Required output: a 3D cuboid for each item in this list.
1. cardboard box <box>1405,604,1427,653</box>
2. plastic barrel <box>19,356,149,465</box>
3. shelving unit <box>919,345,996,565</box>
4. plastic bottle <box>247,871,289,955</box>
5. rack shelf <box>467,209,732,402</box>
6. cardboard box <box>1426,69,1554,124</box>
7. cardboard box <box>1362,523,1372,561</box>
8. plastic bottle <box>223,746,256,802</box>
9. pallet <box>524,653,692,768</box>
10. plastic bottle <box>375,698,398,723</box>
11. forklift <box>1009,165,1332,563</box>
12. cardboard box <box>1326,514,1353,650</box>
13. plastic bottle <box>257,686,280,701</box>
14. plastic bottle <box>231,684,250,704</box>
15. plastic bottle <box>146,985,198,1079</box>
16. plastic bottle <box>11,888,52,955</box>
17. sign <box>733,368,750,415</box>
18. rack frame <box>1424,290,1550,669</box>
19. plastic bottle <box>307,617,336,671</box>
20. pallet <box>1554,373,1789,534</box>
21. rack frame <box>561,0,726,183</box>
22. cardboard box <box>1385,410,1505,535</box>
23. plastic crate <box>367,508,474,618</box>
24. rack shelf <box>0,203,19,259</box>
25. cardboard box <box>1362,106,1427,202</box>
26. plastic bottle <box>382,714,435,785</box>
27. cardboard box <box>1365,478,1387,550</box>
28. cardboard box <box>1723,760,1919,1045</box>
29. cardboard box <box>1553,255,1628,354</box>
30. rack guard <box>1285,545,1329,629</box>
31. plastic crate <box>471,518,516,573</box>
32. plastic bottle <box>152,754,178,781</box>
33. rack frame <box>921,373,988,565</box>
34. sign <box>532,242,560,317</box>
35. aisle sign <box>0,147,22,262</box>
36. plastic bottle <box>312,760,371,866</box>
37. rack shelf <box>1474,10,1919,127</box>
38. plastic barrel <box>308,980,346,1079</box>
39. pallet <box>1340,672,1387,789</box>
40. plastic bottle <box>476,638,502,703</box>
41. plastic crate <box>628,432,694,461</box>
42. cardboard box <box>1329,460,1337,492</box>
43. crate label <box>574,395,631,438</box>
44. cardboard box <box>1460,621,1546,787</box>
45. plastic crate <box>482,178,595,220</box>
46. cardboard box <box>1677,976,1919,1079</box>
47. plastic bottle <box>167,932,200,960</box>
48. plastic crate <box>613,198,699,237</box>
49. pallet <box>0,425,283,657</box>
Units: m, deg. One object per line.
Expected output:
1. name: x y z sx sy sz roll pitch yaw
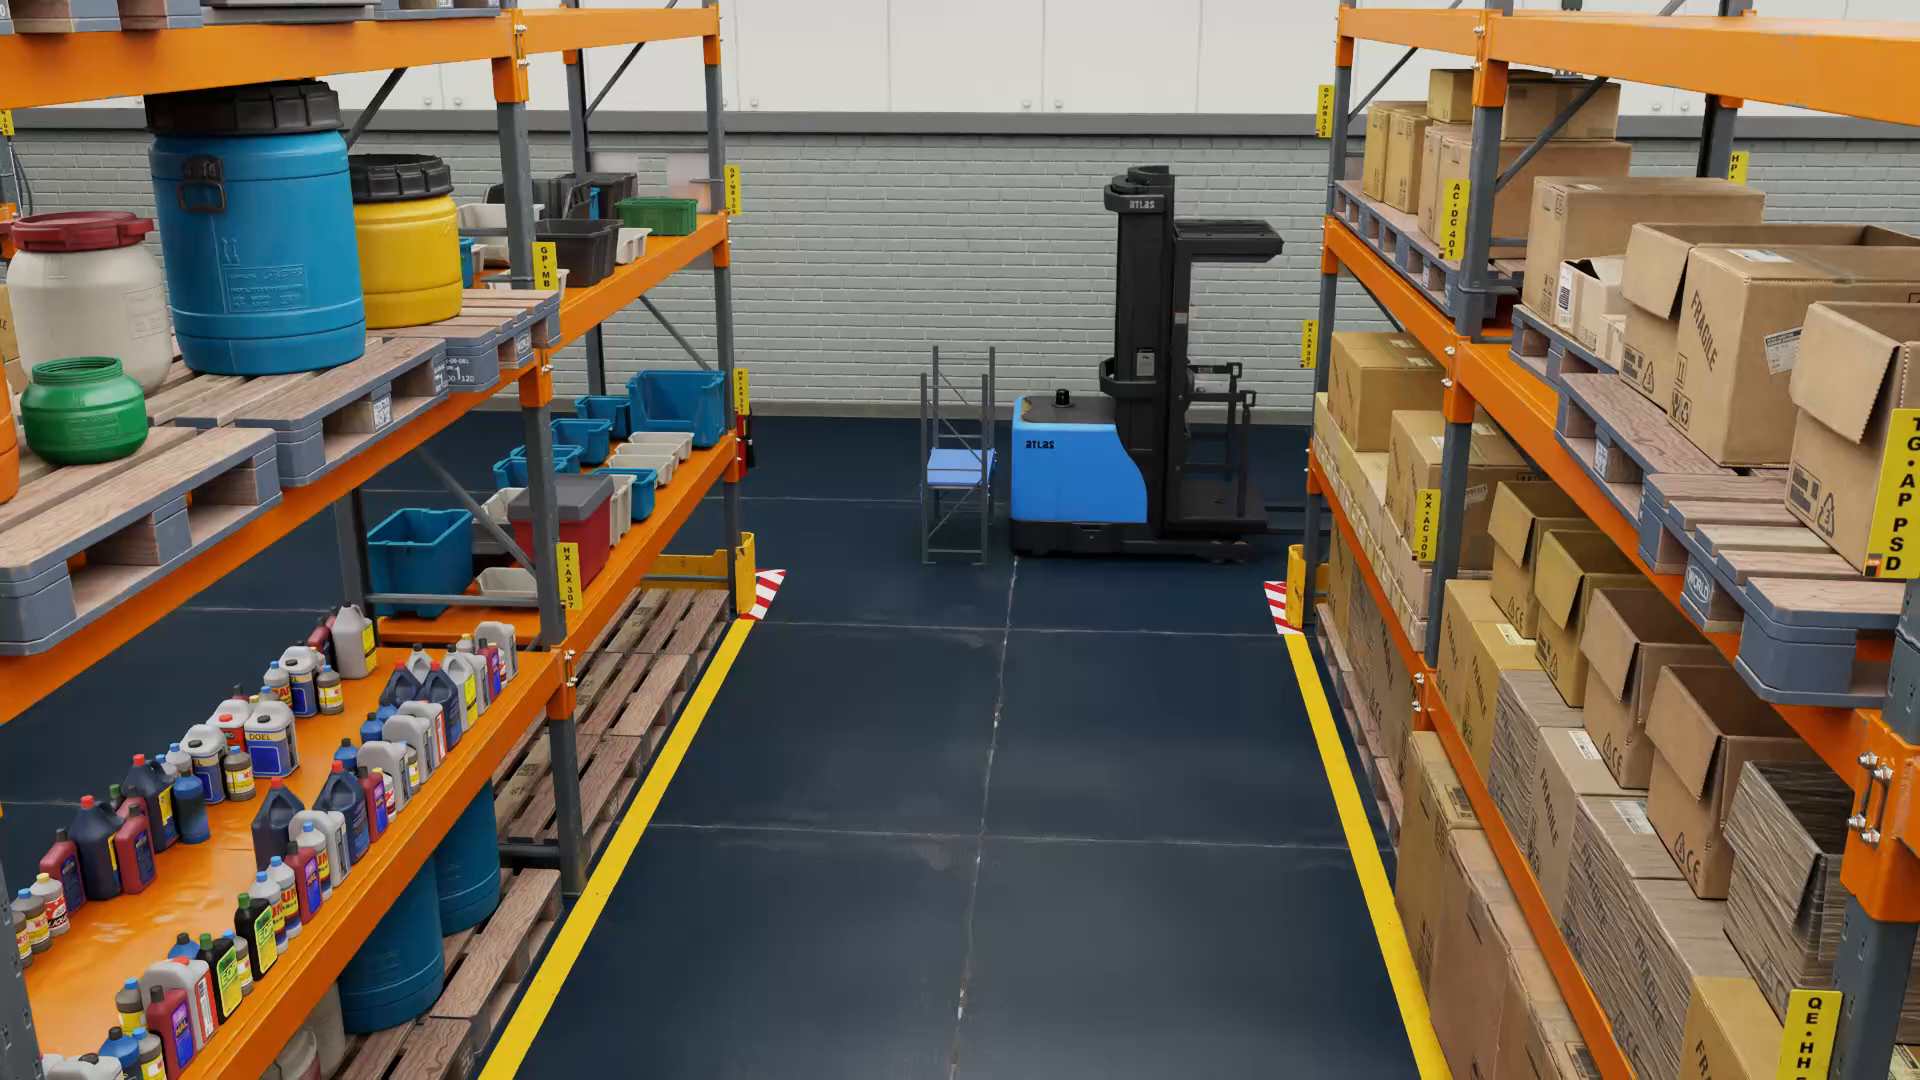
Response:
1. cardboard box: 2.290 0.415 7.743 0.380 0.149 0.250 1 18 4
2. plastic barrel: -2.327 -0.346 4.419 0.294 0.245 0.294 0 18 0
3. shelving unit: -0.006 -0.686 13.109 0.538 1.500 1.048 1 18 4
4. plastic bottle: -2.184 1.171 5.238 0.097 0.271 0.097 0 18 0
5. rack shelf: -2.202 -1.418 9.270 1.077 0.370 4.000 1 18 4
6. cardboard box: 2.727 -2.294 8.589 0.500 0.250 0.500 1 18 2
7. cardboard box: 2.382 0.016 8.961 0.380 0.149 0.250 1 18 3
8. plastic bottle: -2.716 0.873 6.259 0.097 0.201 0.097 0 18 0
9. pallet: -2.246 1.003 10.023 1.003 0.211 1.213 1 18 4
10. plastic bottle: -2.239 0.751 6.521 0.097 0.271 0.097 0 18 0
11. forklift: 1.923 -1.384 12.939 3.031 2.935 1.130 1 18 3
12. cardboard box: 2.916 0.166 10.837 0.875 0.875 0.875 1 18 4
13. plastic bottle: -2.827 0.696 6.801 0.097 0.201 0.097 0 18 0
14. plastic bottle: -2.861 0.723 6.587 0.061 0.283 0.133 1 18 4
15. plastic bottle: -2.209 1.357 4.653 0.061 0.283 0.133 1 18 4
16. plastic bottle: -2.943 1.200 5.262 0.097 0.201 0.097 0 18 0
17. sign: -1.508 -1.026 11.473 0.100 0.325 0.005 1 18 4
18. rack frame: 2.595 0.398 7.392 1.000 3.000 0.127 1 18 4
19. plastic bottle: -2.806 0.488 7.303 0.061 0.283 0.133 1 18 4
20. pallet: 2.379 -0.244 4.837 1.003 0.211 1.213 2 18 6
21. rack frame: -2.058 -3.806 10.587 1.000 3.000 0.127 1 18 4
22. cardboard box: 2.401 -0.333 8.181 0.500 0.500 0.500 1 18 4
23. plastic crate: -2.652 0.114 8.188 0.392 0.384 0.575 1 18 4
24. rack shelf: -7.142 -1.529 9.611 1.077 0.370 4.000 1 18 4
25. cardboard box: 2.737 -2.230 9.598 0.700 0.500 0.500 1 18 2
26. plastic bottle: -2.123 0.788 6.401 0.152 0.276 0.135 1 18 4
27. cardboard box: 2.436 -0.135 8.780 0.500 0.250 0.500 2 18 5
28. cardboard box: 2.377 0.889 4.121 0.797 0.503 0.637 2 18 6
29. cardboard box: 2.427 -0.846 5.840 0.500 0.311 0.500 1 18 2
30. rack guard: 2.884 0.336 11.595 1.175 0.500 0.348 1 18 4
31. plastic crate: -2.533 0.036 8.842 0.437 0.125 0.590 1 18 4
32. plastic bottle: -2.884 0.909 6.039 0.097 0.271 0.097 0 18 0
33. rack frame: -0.043 -0.528 12.627 0.500 1.500 0.032 1 18 4
34. sign: -1.797 -1.130 7.222 0.100 0.325 0.005 1 18 4
35. aisle sign: -6.688 -2.317 11.501 0.394 0.787 0.004 1 18 4
36. plastic bottle: -2.164 0.945 5.800 0.144 0.351 0.185 1 18 4
37. rack shelf: 2.452 -1.300 4.737 1.077 0.370 4.000 1 18 4
38. plastic barrel: -2.581 1.832 6.337 0.421 0.512 0.421 0 18 0
39. pallet: 2.812 1.108 9.701 1.003 0.211 1.213 1 18 4
40. plastic bottle: -2.022 0.545 7.130 0.061 0.283 0.133 1 18 4
41. plastic crate: -1.936 -0.601 10.767 0.396 0.136 0.243 1 18 4
42. cardboard box: 2.475 -0.382 10.175 0.380 0.149 0.250 1 18 3
43. crate label: -2.404 -0.835 11.326 0.416 0.233 0.303 1 18 4
44. cardboard box: 2.278 0.644 6.481 0.500 0.500 0.500 1 18 4
45. plastic crate: -2.442 -1.883 9.634 0.504 0.338 0.767 1 18 4
46. cardboard box: 2.097 1.434 4.070 0.500 0.500 0.500 2 18 6
47. plastic bottle: -2.270 1.283 4.897 0.097 0.271 0.097 0 18 0
48. plastic crate: -1.844 -1.967 10.133 0.450 0.188 0.336 1 18 4
49. pallet: -2.479 -0.042 4.219 1.003 0.211 1.213 1 18 4
